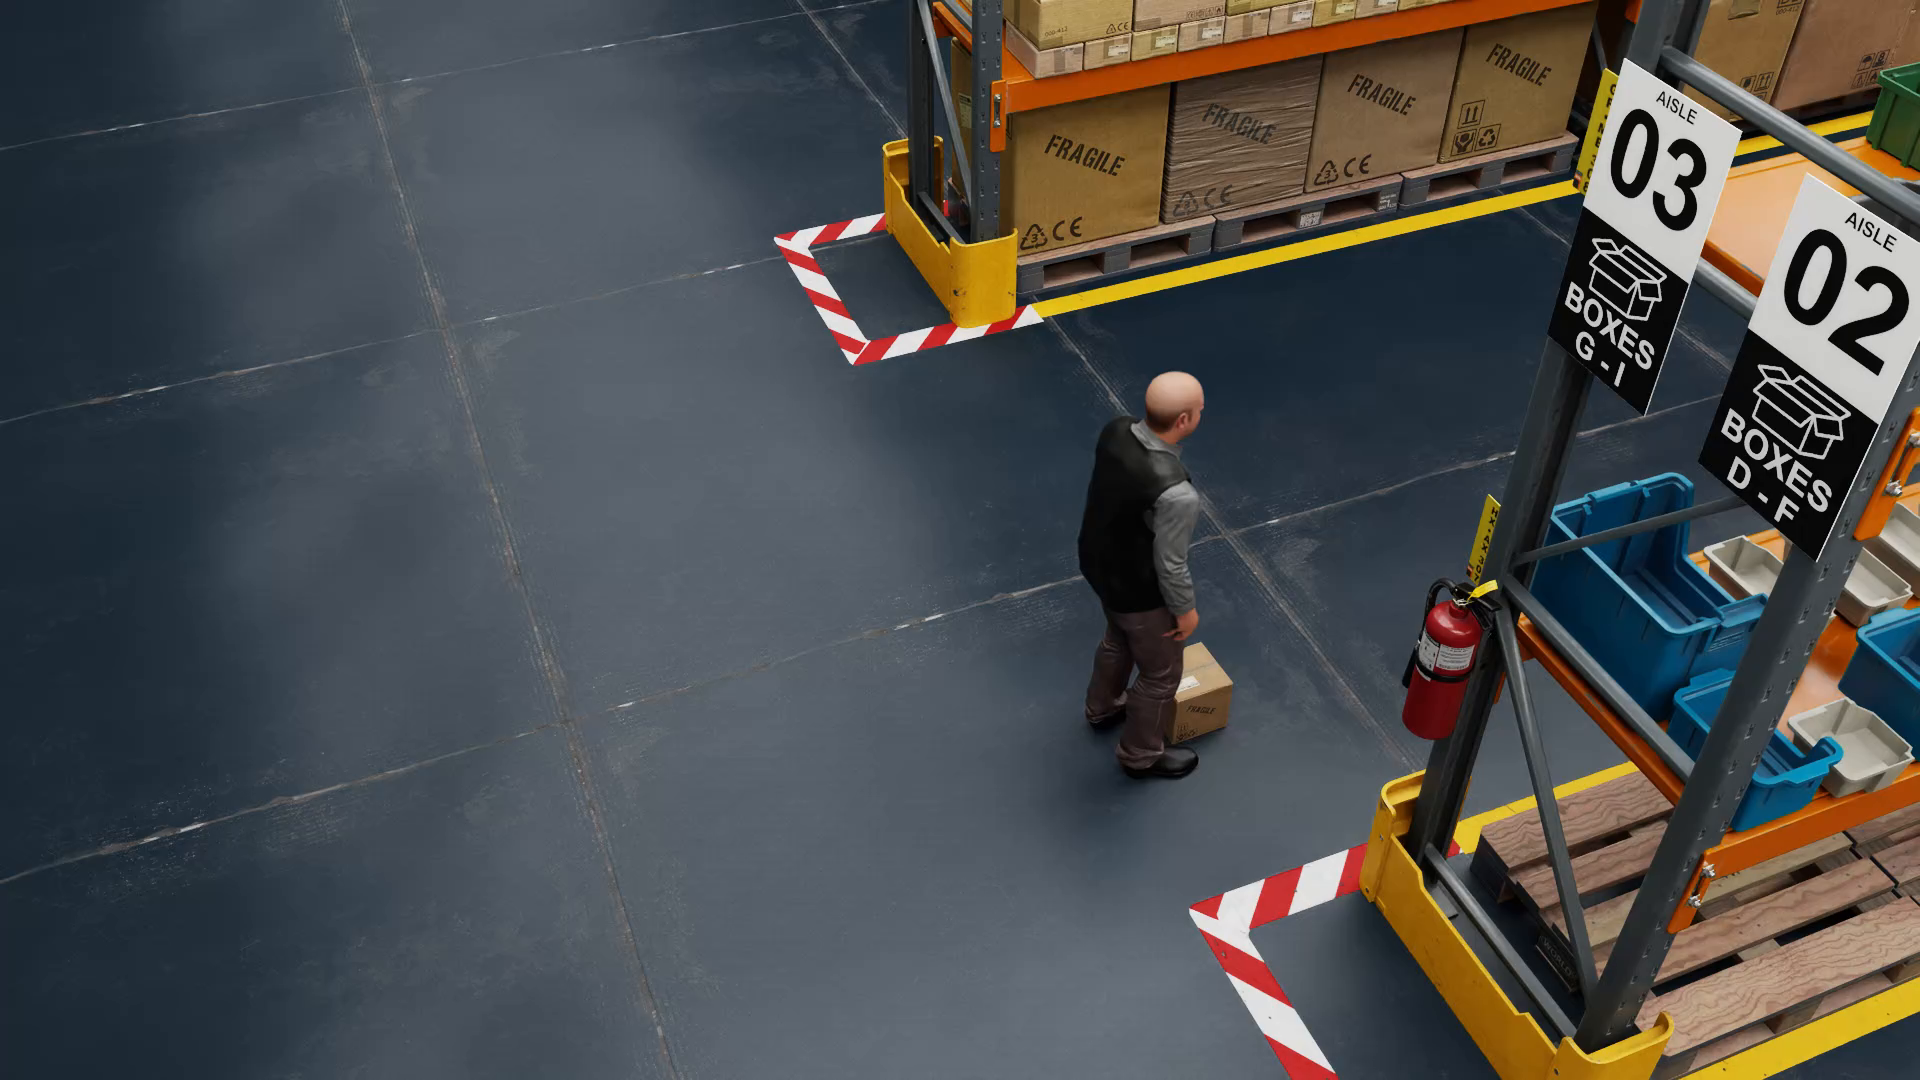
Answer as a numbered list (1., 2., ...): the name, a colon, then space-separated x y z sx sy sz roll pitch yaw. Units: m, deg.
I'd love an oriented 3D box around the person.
1. person: 0.647 0.134 6.025 0.418 1.721 0.580 -15 44 -16
